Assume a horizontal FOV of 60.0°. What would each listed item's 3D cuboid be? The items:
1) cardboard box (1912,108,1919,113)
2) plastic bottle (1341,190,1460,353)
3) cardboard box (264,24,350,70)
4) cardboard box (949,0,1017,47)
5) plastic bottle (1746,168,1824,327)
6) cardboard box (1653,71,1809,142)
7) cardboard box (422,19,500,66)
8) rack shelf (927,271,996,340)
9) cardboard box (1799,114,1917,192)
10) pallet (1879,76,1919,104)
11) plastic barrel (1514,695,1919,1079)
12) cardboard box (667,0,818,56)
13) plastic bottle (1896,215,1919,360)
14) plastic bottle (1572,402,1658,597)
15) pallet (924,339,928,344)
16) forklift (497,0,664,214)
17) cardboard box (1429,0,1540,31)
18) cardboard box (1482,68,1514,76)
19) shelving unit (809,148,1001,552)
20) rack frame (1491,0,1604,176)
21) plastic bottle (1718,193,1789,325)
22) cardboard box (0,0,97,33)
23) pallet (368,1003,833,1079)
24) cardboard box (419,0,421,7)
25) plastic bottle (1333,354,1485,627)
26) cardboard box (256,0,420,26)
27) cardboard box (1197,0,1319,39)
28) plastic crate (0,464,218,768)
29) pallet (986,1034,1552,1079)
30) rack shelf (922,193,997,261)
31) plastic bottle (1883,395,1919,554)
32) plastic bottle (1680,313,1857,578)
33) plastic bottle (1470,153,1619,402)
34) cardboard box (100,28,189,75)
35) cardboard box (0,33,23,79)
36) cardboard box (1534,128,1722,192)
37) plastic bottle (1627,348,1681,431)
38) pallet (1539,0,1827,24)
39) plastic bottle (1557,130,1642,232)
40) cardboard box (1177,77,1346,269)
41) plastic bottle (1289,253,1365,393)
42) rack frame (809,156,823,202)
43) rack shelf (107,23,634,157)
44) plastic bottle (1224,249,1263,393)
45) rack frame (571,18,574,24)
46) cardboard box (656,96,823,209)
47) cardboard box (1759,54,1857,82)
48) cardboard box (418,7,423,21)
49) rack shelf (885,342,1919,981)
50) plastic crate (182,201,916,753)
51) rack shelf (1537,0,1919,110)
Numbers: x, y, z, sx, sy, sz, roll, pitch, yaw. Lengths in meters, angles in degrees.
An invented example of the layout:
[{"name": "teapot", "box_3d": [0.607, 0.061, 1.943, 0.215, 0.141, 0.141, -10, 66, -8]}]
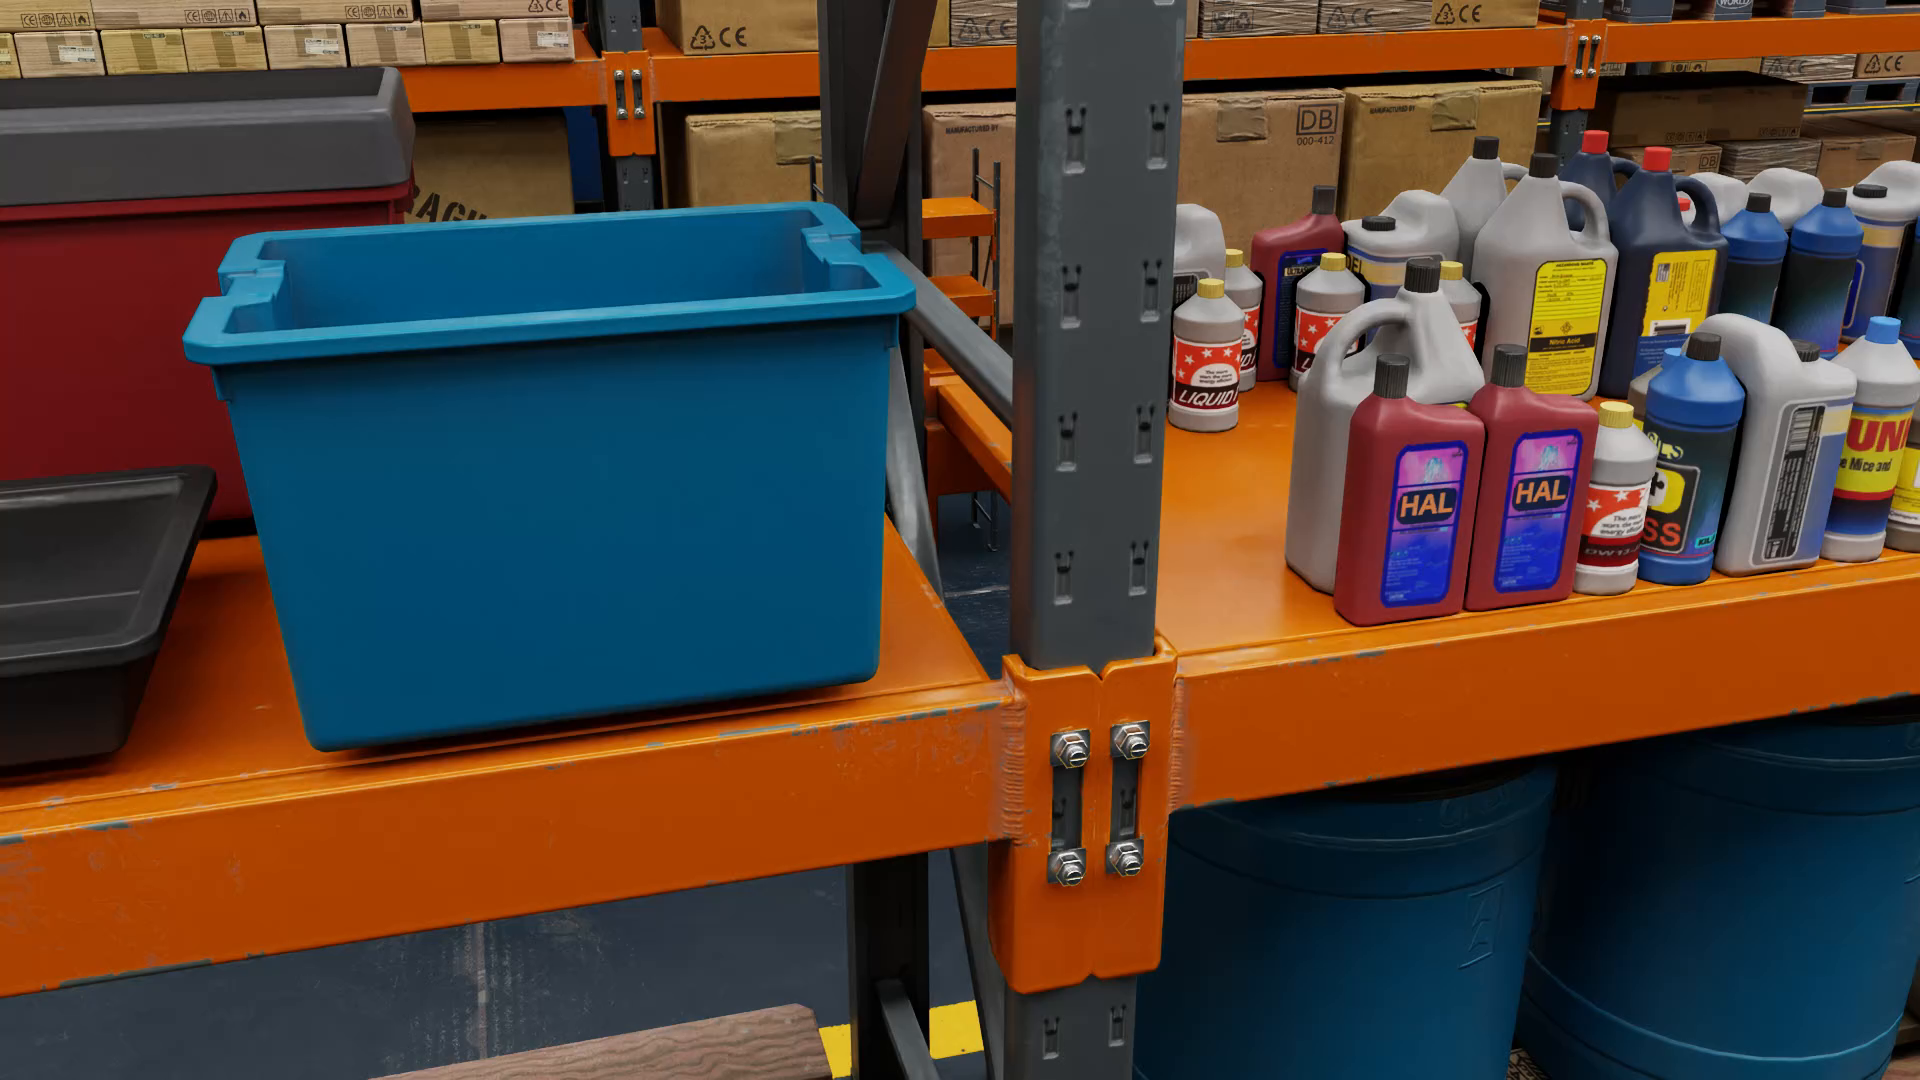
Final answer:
[{"name": "cardboard box", "box_3d": [5.302, -1.916, 8.523, 0.500, 0.500, 0.700, -6, 24, -15]}, {"name": "plastic bottle", "box_3d": [0.642, -0.377, 2.483, 0.135, 0.276, 0.152, -6, 24, -14]}, {"name": "cardboard box", "box_3d": [-2.287, -1.757, 5.859, 0.250, 0.149, 0.380, -6, 24, -13]}, {"name": "cardboard box", "box_3d": [0.136, -2.218, 6.489, 0.500, 0.500, 0.500, -7, 24, -16]}, {"name": "plastic bottle", "box_3d": [1.257, -0.445, 2.641, 0.135, 0.276, 0.152, -6, 24, -14]}, {"name": "cardboard box", "box_3d": [3.657, -2.078, 7.951, 0.500, 0.250, 0.500, -4, 23, -8]}, {"name": "cardboard box", "box_3d": [-1.793, -1.811, 5.986, 0.250, 0.149, 0.380, -6, 24, -13]}, {"name": "rack shelf", "box_3d": [-0.159, -0.678, 4.911, 0.480, 0.148, 0.258, -6, 24, -14]}, {"name": "cardboard box", "box_3d": [4.226, -1.797, 8.245, 0.500, 0.500, 0.700, -4, 24, -10]}, {"name": "pallet", "box_3d": [8.223, -3.887, 14.041, 1.213, 0.211, 1.003, -6, 24, -14]}, {"name": "plastic barrel", "box_3d": [1.208, 0.414, 2.611, 0.708, 0.901, 0.600, -6, 24, -14]}, {"name": "cardboard box", "box_3d": [-0.829, -2.111, 6.240, 0.500, 0.500, 0.500, -6, 24, -14]}, {"name": "plastic bottle", "box_3d": [1.532, -0.423, 2.594, 0.097, 0.271, 0.097, 0, 23, 0]}, {"name": "plastic bottle", "box_3d": [0.701, -0.050, 1.814, 0.097, 0.201, 0.097, 0, 23, 0]}, {"name": "pallet", "box_3d": [-0.617, -0.941, 7.174, 1.213, 0.211, 1.003, -6, 24, -14]}, {"name": "forklift", "box_3d": [-1.306, -3.088, 8.730, 3.031, 2.935, 1.130, -7, 24, -15]}, {"name": "cardboard box", "box_3d": [2.103, -2.437, 6.998, 0.500, 0.500, 0.500, -6, 24, -13]}, {"name": "cardboard box", "box_3d": [3.617, -3.815, 12.657, 0.750, 0.750, 1.050, -6, 24, -14]}, {"name": "shelving unit", "box_3d": [-0.159, -0.534, 4.972, 0.503, 1.200, 0.258, -6, 24, -14]}, {"name": "rack frame", "box_3d": [2.512, -2.537, 7.359, 0.127, 3.000, 1.000, -6, 24, -14]}, {"name": "plastic bottle", "box_3d": [1.179, -0.384, 2.503, 0.097, 0.271, 0.097, 0, 23, 0]}, {"name": "cardboard box", "box_3d": [-3.172, -1.869, 5.615, 0.500, 0.250, 0.500, -7, 24, -15]}, {"name": "pallet", "box_3d": [-0.699, 1.144, 2.317, 1.213, 0.211, 1.003, -6, 24, -14]}, {"name": "cardboard box", "box_3d": [-1.863, -2.228, 6.452, 0.500, 0.250, 0.500, -7, 24, -15]}, {"name": "plastic bottle", "box_3d": [0.466, -0.054, 1.720, 0.133, 0.283, 0.061, -6, 24, -14]}, {"name": "cardboard box", "box_3d": [-2.192, -1.976, 5.865, 0.500, 0.250, 0.500, -6, 24, -13]}, {"name": "cardboard box", "box_3d": [1.123, -2.329, 6.747, 0.500, 0.500, 0.500, -7, 24, -16]}, {"name": "plastic crate", "box_3d": [-1.007, 0.089, 1.511, 0.590, 0.125, 0.437, -6, 24, -14]}, {"name": "pallet", "box_3d": [0.752, 0.984, 2.688, 1.213, 0.211, 1.003, -6, 24, -14]}, {"name": "rack shelf", "box_3d": [-0.159, -0.895, 4.817, 0.480, 0.148, 0.258, -6, 24, -14]}, {"name": "plastic bottle", "box_3d": [1.112, -0.095, 1.920, 0.097, 0.201, 0.097, 0, 23, 0]}, {"name": "plastic bottle", "box_3d": [0.899, -0.117, 1.877, 0.135, 0.276, 0.152, -6, 24, -14]}, {"name": "plastic bottle", "box_3d": [0.834, -0.376, 2.384, 0.185, 0.351, 0.144, -6, 24, -14]}, {"name": "cardboard box", "box_3d": [-2.782, -1.702, 5.731, 0.250, 0.149, 0.380, -7, 24, -15]}, {"name": "cardboard box", "box_3d": [-3.279, -1.647, 5.602, 0.250, 0.149, 0.380, -7, 24, -16]}, {"name": "cardboard box", "box_3d": [3.151, -1.670, 7.949, 0.500, 0.500, 0.700, -8, 24, -17]}, {"name": "plastic bottle", "box_3d": [0.847, -0.129, 1.997, 0.097, 0.201, 0.097, 0, 23, 0]}, {"name": "pallet", "box_3d": [3.169, -2.565, 7.668, 1.003, 0.211, 1.213, -6, 24, -14]}, {"name": "plastic bottle", "box_3d": [0.973, -0.450, 2.557, 0.185, 0.351, 0.144, -6, 24, -14]}, {"name": "cardboard box", "box_3d": [0.981, -1.596, 7.328, 0.875, 0.875, 1.225, -6, 24, -14]}, {"name": "plastic bottle", "box_3d": [0.539, -0.318, 2.439, 0.097, 0.201, 0.097, 0, 23, 0]}, {"name": "rack frame", "box_3d": [-0.394, -0.508, 4.912, 0.015, 1.200, 0.240, -6, 24, -14]}, {"name": "rack shelf", "box_3d": [-3.265, -1.568, 6.012, 4.000, 0.370, 1.077, -6, 24, -14]}, {"name": "plastic bottle", "box_3d": [0.395, -0.327, 2.460, 0.097, 0.201, 0.097, 0, 23, 0]}, {"name": "rack frame", "box_3d": [-2.582, -4.005, 10.780, 0.127, 3.000, 1.000, -6, 24, -14]}, {"name": "cardboard box", "box_3d": [-0.729, -1.404, 6.879, 0.875, 0.875, 1.225, -6, 24, -14]}, {"name": "cardboard box", "box_3d": [6.612, -4.212, 13.423, 0.875, 0.875, 0.875, -6, 24, -14]}, {"name": "cardboard box", "box_3d": [-2.221, -2.034, 6.505, 0.250, 0.149, 0.380, -6, 24, -13]}, {"name": "rack shelf", "box_3d": [1.924, -0.113, 2.622, 4.000, 0.370, 1.077, -6, 24, -14]}, {"name": "plastic crate", "box_3d": [-0.359, -0.072, 1.557, 0.575, 0.384, 0.392, -6, 24, -14]}, {"name": "rack shelf", "box_3d": [4.437, -2.420, 7.998, 4.000, 0.370, 1.077, -6, 24, -14]}]
